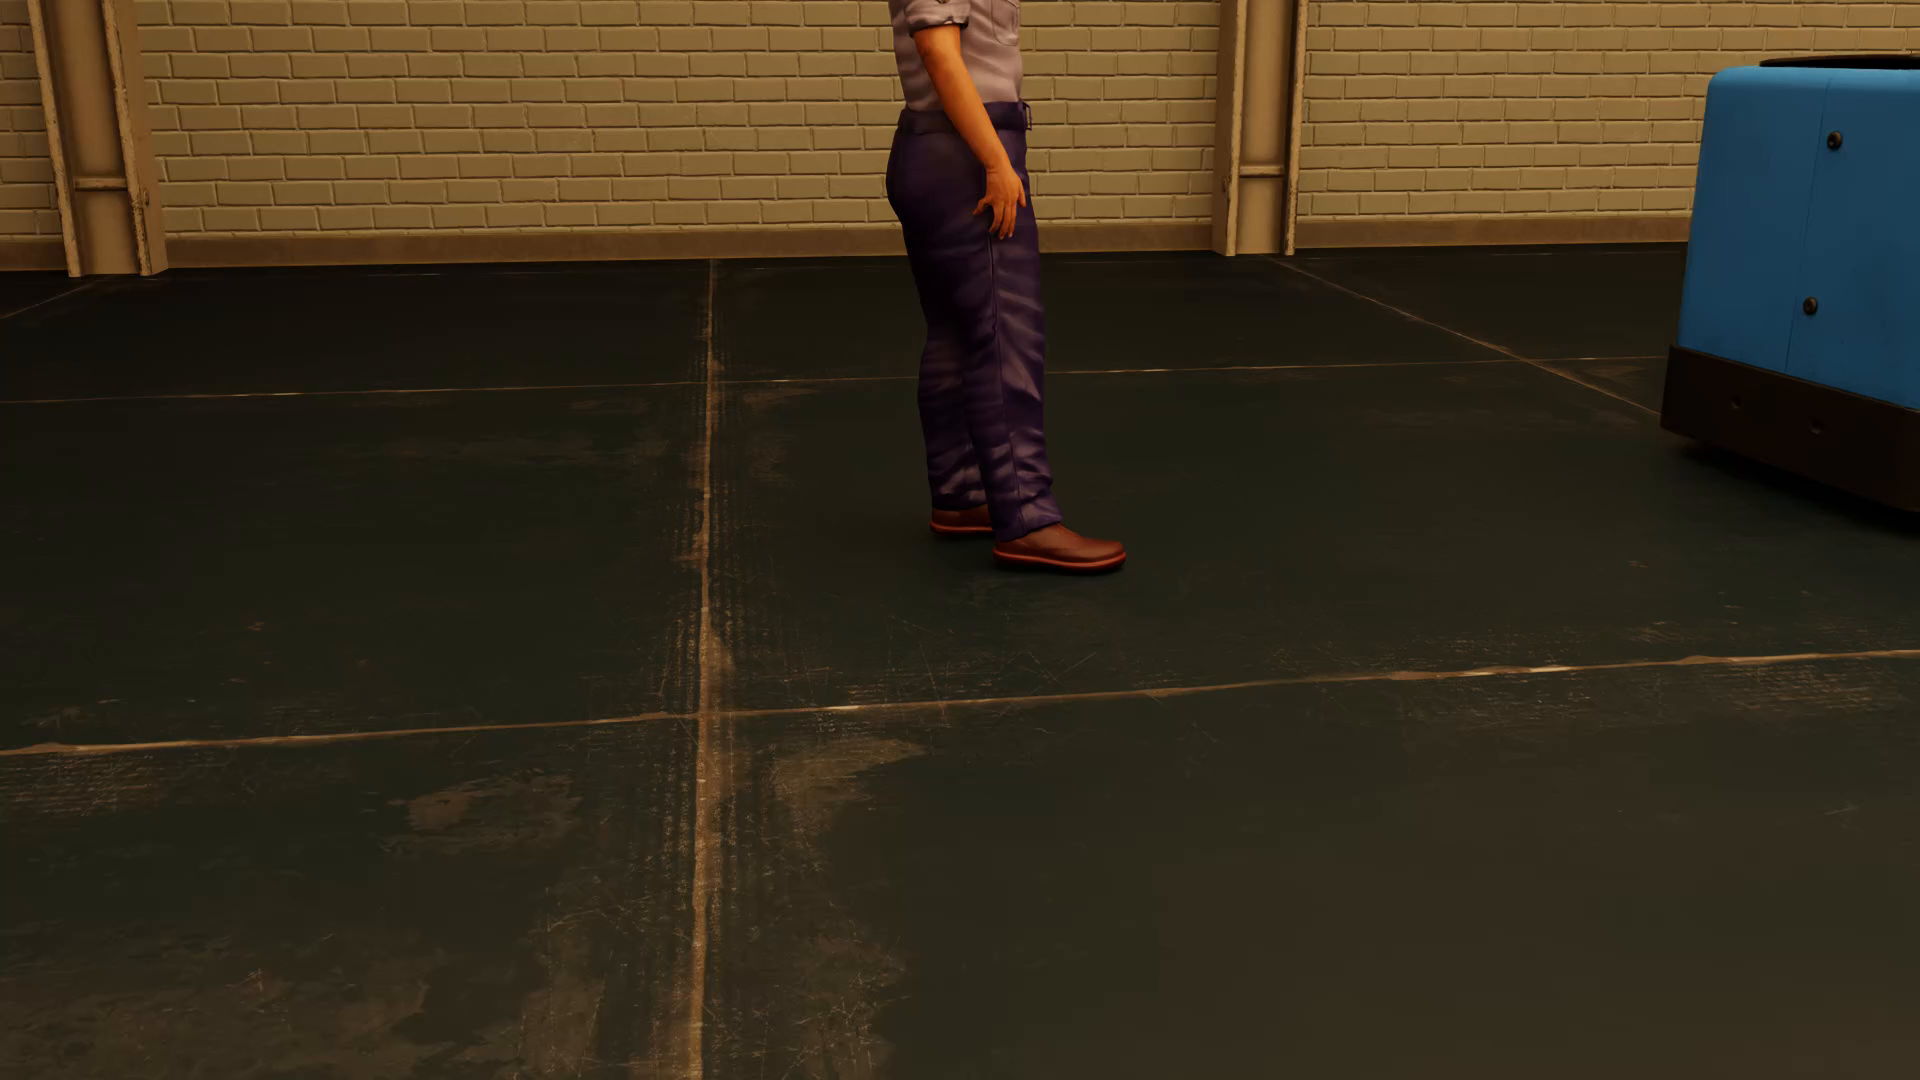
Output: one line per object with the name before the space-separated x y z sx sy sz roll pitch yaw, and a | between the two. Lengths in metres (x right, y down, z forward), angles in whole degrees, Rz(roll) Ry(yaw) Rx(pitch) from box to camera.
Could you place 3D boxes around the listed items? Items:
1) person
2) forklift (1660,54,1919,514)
person | 0.092 -0.794 3.716 0.503 1.651 0.598 -2 17 -8
forklift | 3.594 -1.634 4.309 3.031 2.935 1.130 -4 17 -13
